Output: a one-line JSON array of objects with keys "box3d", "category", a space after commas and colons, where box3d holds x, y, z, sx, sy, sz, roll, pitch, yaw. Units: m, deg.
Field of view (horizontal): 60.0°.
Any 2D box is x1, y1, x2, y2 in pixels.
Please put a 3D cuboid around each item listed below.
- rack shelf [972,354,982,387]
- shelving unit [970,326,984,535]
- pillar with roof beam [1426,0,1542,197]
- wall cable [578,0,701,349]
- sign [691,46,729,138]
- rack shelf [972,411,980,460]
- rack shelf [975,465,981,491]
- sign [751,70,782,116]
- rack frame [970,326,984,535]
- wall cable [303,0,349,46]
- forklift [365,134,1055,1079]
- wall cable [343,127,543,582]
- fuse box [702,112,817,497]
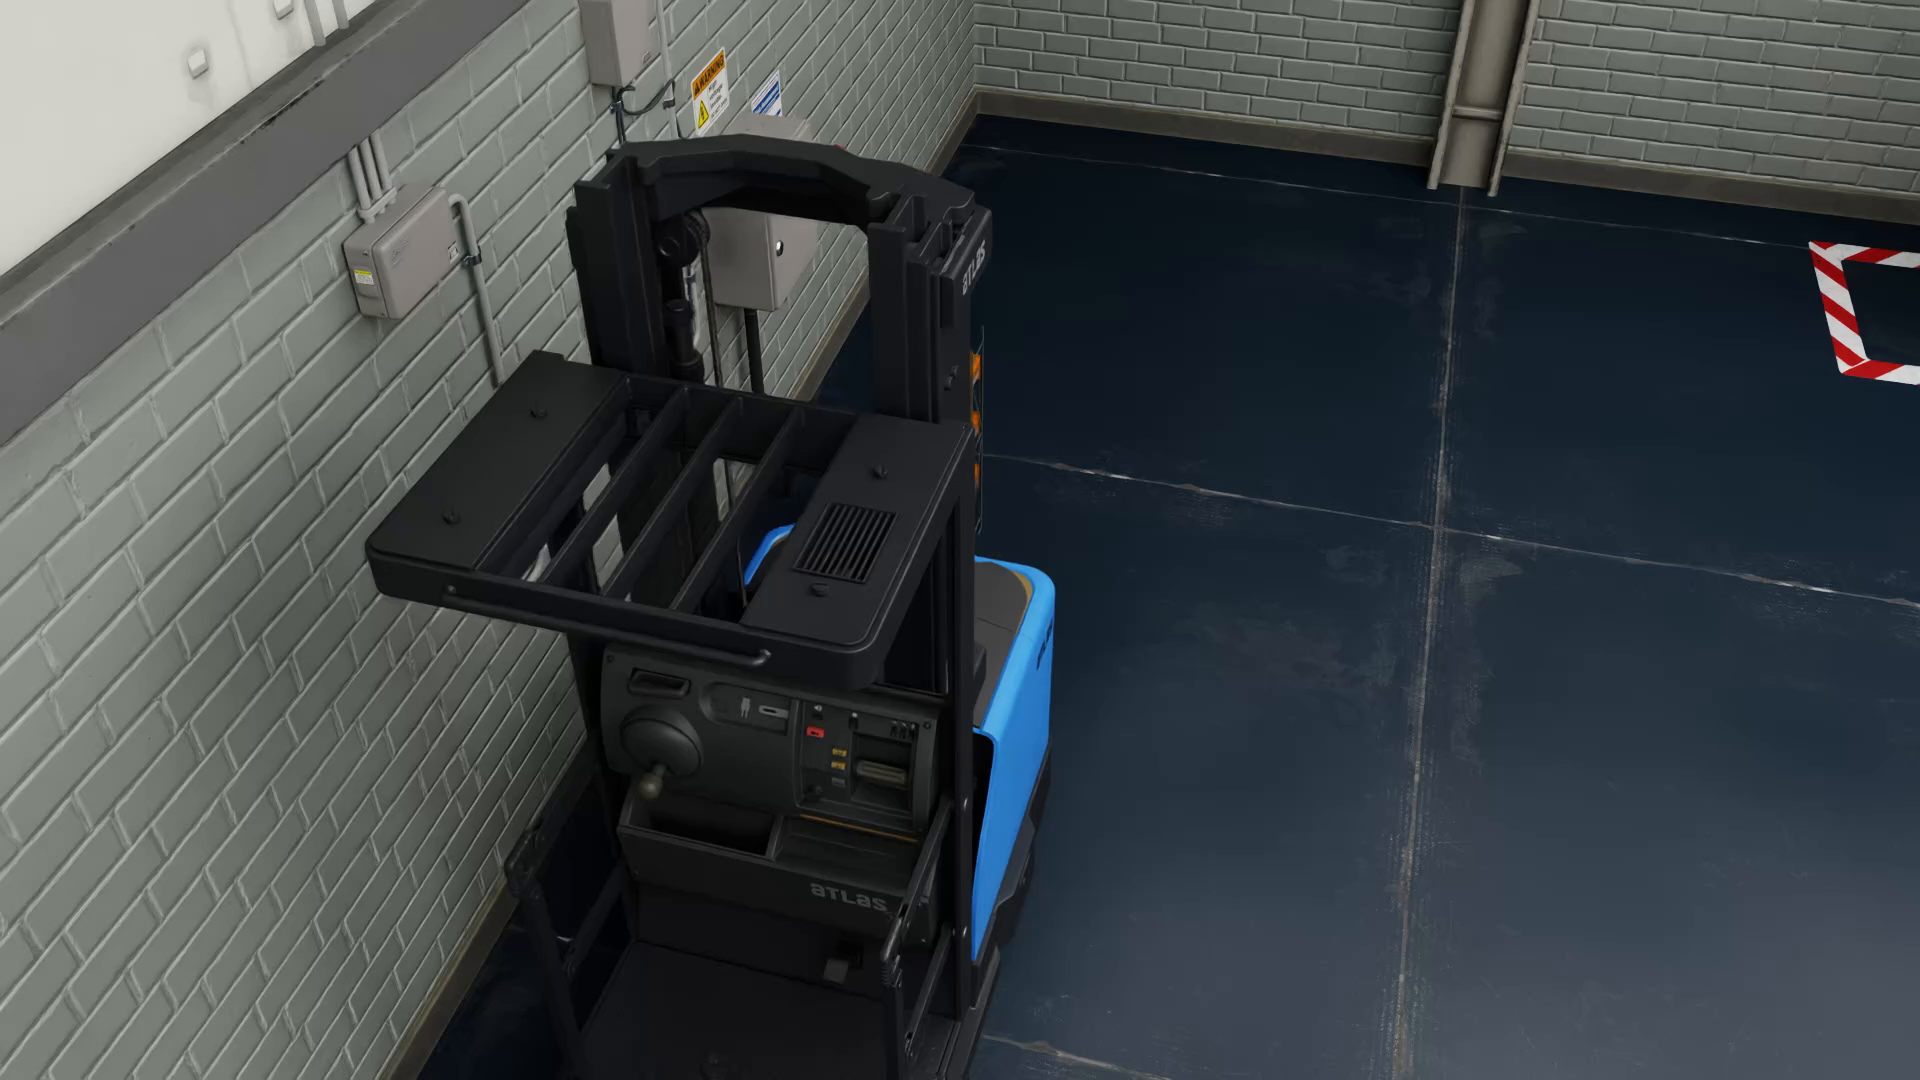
[{"box3d": [-0.052, -0.620, 6.747, 0.240, 0.259, 0.215, 10, 41, 11], "category": "rack shelf"}, {"box3d": [-0.052, -0.411, 6.923, 0.252, 1.050, 0.215, 10, 41, 11], "category": "shelving unit"}, {"box3d": [1.836, -2.884, 3.686, 0.400, 9.000, 9.100, 10, 41, 11], "category": "pillar with roof beam"}, {"box3d": [-1.056, -1.363, 5.751, 0.122, 1.984, 0.588, 10, 41, 11], "category": "wall cable"}, {"box3d": [-0.942, -1.688, 6.286, 0.001, 0.242, 0.339, 10, 41, 11], "category": "sign"}, {"box3d": [-0.052, -0.403, 6.930, 0.240, 0.259, 0.215, 10, 41, 11], "category": "rack shelf"}, {"box3d": [-0.052, -0.190, 7.109, 0.240, 0.259, 0.215, 10, 41, 11], "category": "rack shelf"}, {"box3d": [-0.800, -1.677, 6.988, 0.001, 0.494, 0.329, 10, 41, 11], "category": "sign"}, {"box3d": [0.066, -0.391, 6.899, 0.008, 1.050, 0.200, 10, 41, 11], "category": "rack frame"}, {"box3d": [-1.526, -2.236, 2.915, 0.029, 3.000, 0.463, 10, 41, 11], "category": "wall cable"}, {"box3d": [-0.570, 0.622, 4.230, 1.130, 2.935, 3.031, 10, 41, 12], "category": "forklift"}, {"box3d": [-1.412, -0.492, 4.689, 0.123, 1.953, 0.585, 10, 41, 11], "category": "wall cable"}, {"box3d": [-0.728, -0.879, 6.966, 0.414, 1.711, 0.539, 10, 41, 11], "category": "fuse box"}]
